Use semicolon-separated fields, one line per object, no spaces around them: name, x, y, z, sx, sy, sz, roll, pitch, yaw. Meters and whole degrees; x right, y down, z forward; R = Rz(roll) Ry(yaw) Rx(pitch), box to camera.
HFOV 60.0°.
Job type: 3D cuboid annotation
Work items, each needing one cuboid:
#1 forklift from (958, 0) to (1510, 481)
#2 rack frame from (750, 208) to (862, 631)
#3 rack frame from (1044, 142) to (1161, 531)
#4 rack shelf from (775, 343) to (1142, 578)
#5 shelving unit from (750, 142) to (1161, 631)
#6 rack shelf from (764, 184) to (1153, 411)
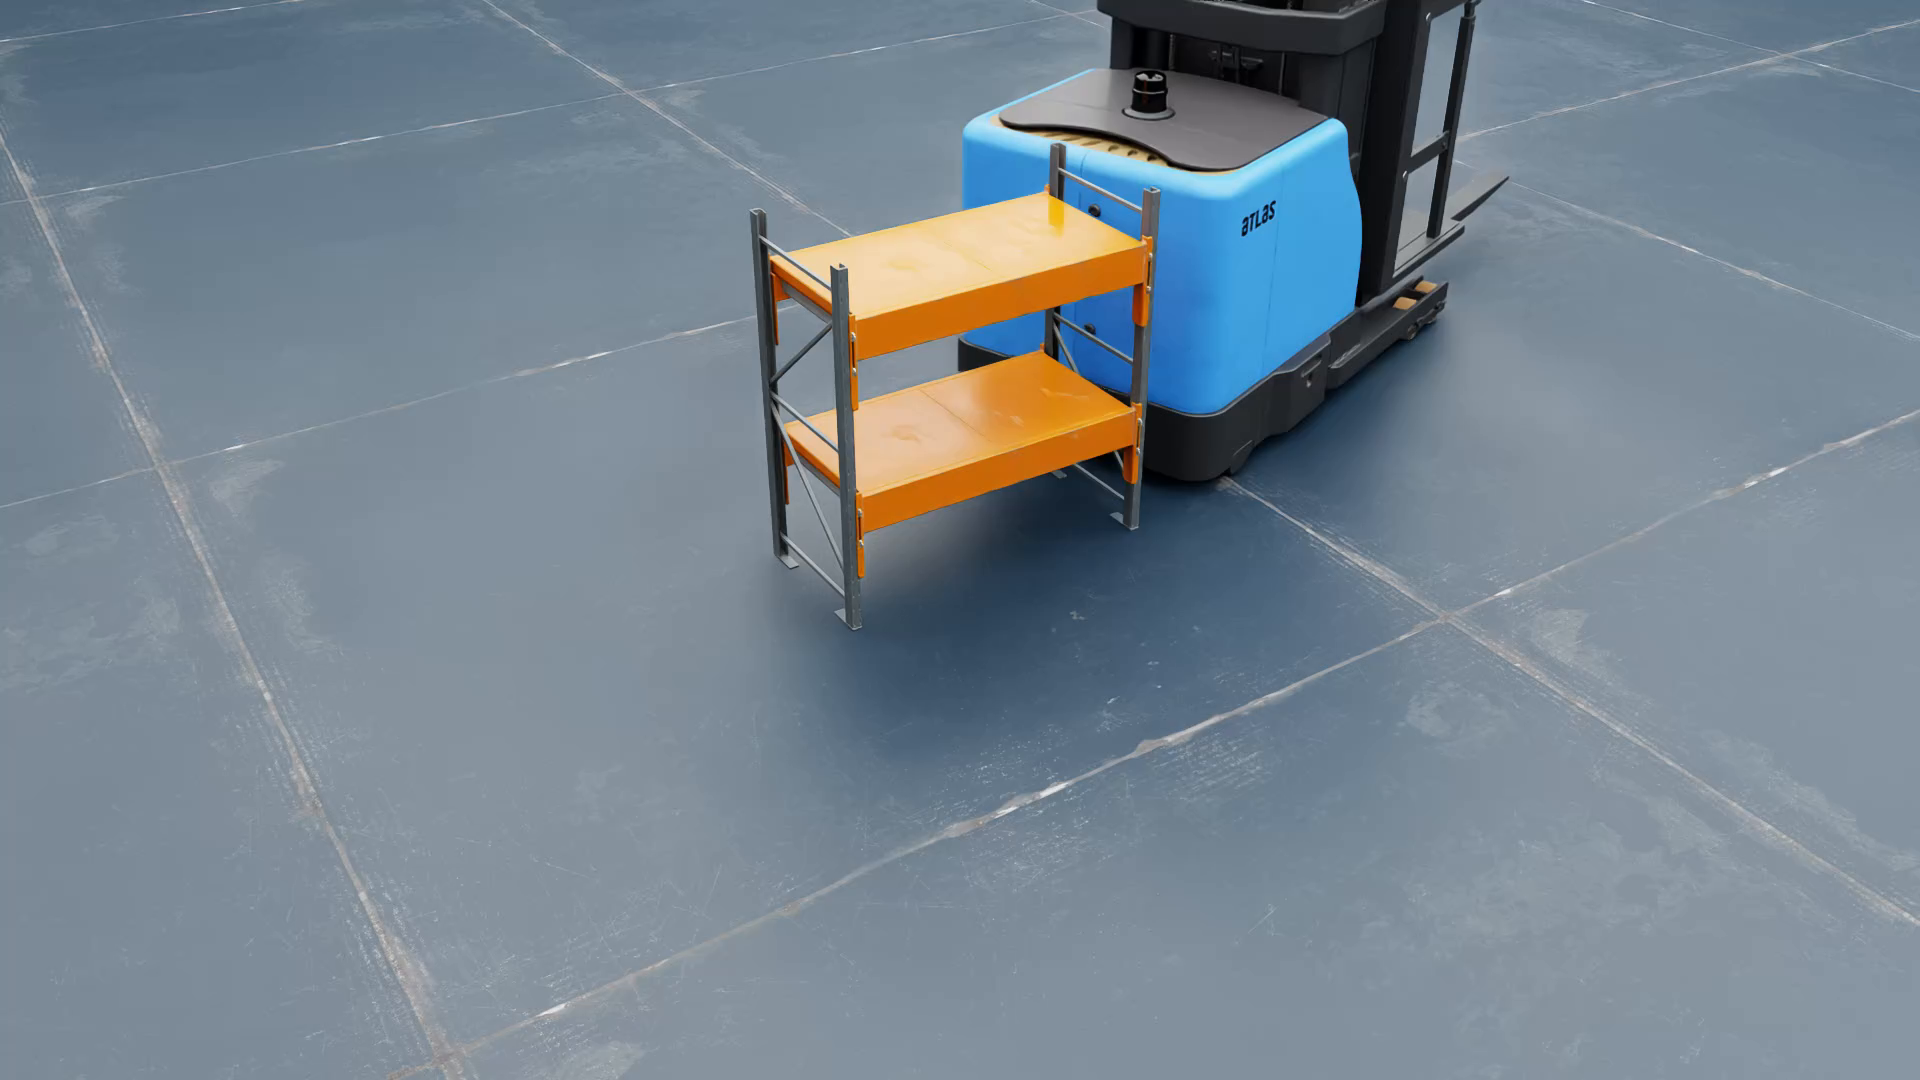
forklift;1.281;-2.159;5.926;1.130;2.935;3.031;22;38;31
rack frame;-0.433;-0.327;4.714;0.032;1.125;0.500;-19;37;-27
rack frame;0.422;-0.621;5.180;0.032;1.125;0.500;-19;37;-27
rack shelf;-0.006;-0.267;5.077;1.000;0.278;0.538;-19;37;-27
shelving unit;-0.006;-0.474;4.947;1.048;1.125;0.538;-19;37;-27
rack shelf;-0.006;-0.721;4.791;1.000;0.278;0.538;-19;37;-27
